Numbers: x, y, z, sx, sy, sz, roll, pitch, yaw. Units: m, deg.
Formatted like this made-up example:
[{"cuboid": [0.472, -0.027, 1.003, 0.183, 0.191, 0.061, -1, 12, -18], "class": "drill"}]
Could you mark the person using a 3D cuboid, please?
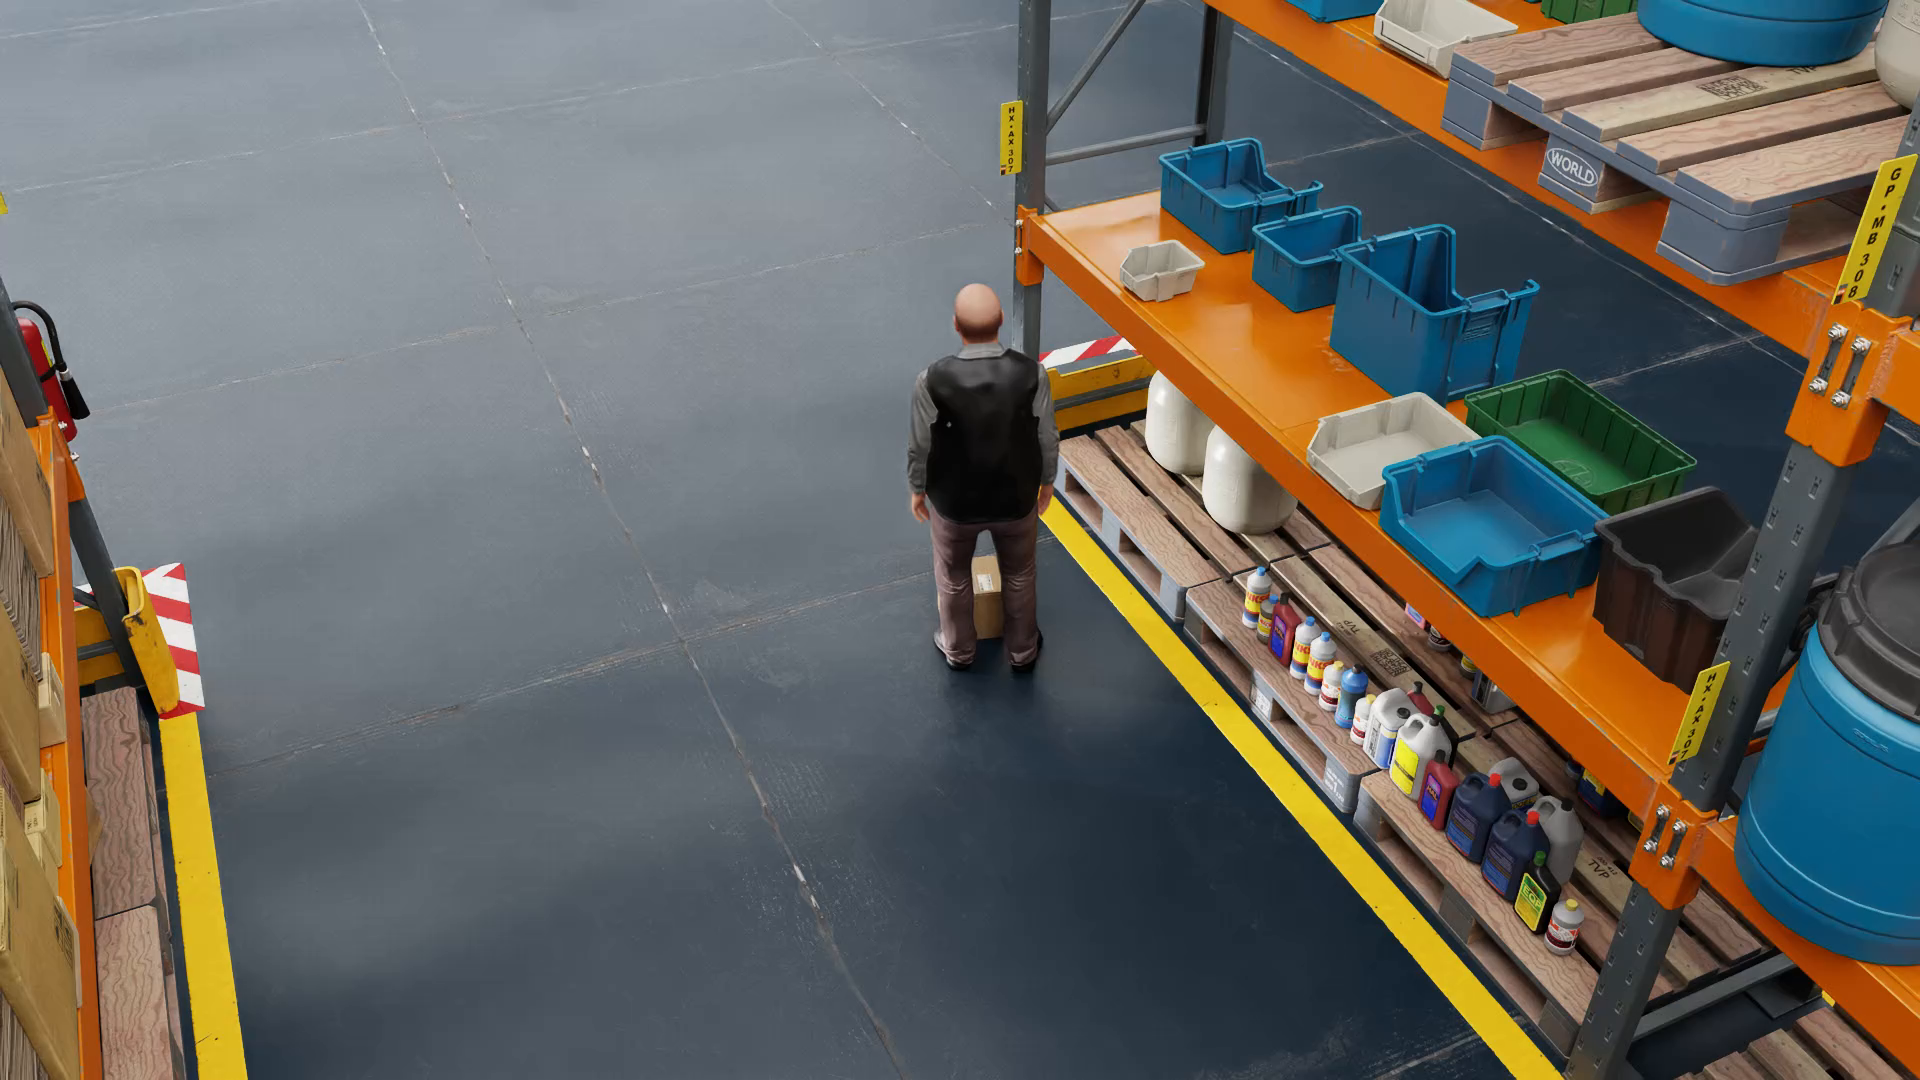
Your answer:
[{"cuboid": [0.087, -0.183, 6.413, 0.579, 1.720, 0.466, -4, 37, -5], "class": "person"}]
